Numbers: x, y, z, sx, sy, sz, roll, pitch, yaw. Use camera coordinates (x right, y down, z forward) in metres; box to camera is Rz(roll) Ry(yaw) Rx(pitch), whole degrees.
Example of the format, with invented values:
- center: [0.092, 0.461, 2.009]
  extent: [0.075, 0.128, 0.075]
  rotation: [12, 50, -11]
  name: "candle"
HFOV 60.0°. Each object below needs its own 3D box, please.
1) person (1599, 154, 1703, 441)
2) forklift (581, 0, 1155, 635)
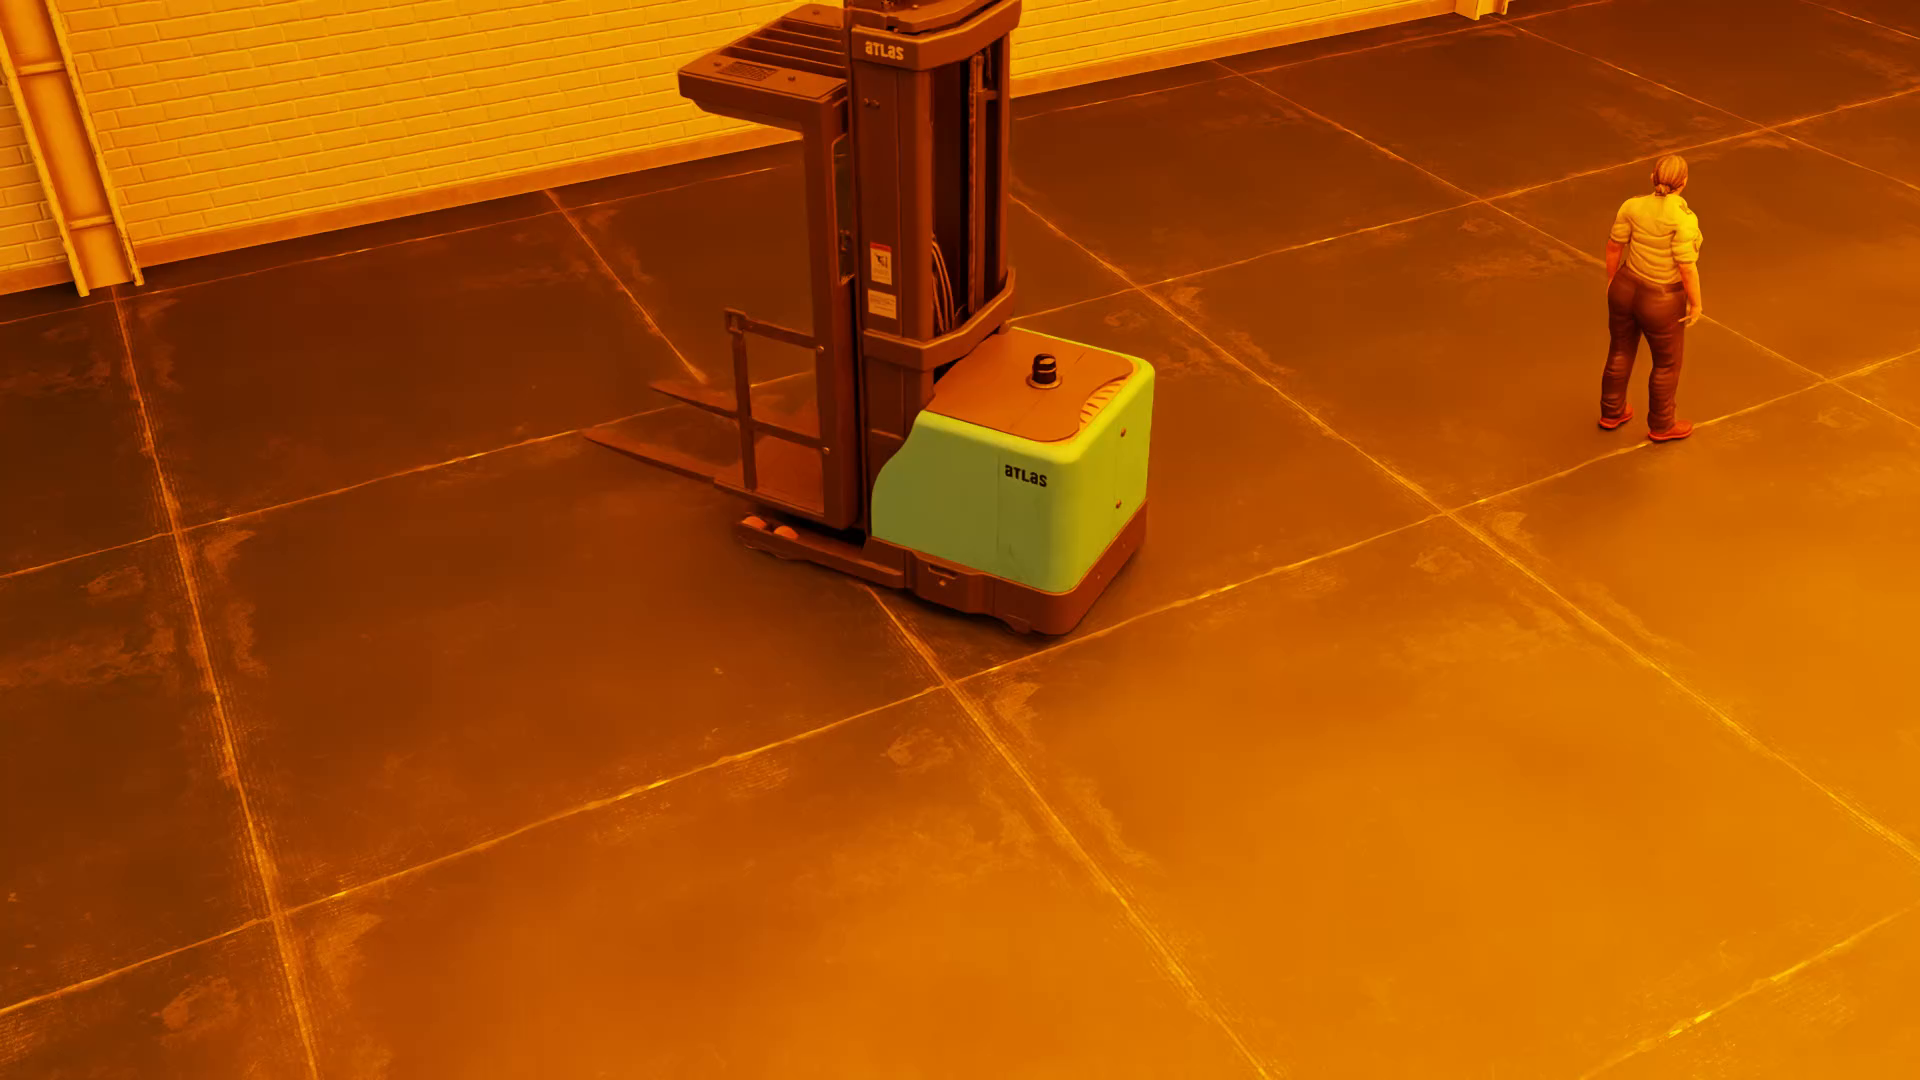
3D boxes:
- center: [3.842, -1.342, 9.122]
  extent: [0.502, 1.650, 0.598]
  rotation: [-23, 41, -29]
  name: "person"
- center: [-0.588, -1.347, 8.028]
  extent: [3.031, 2.935, 1.130]
  rotation: [17, 39, 23]
  name: "forklift"
